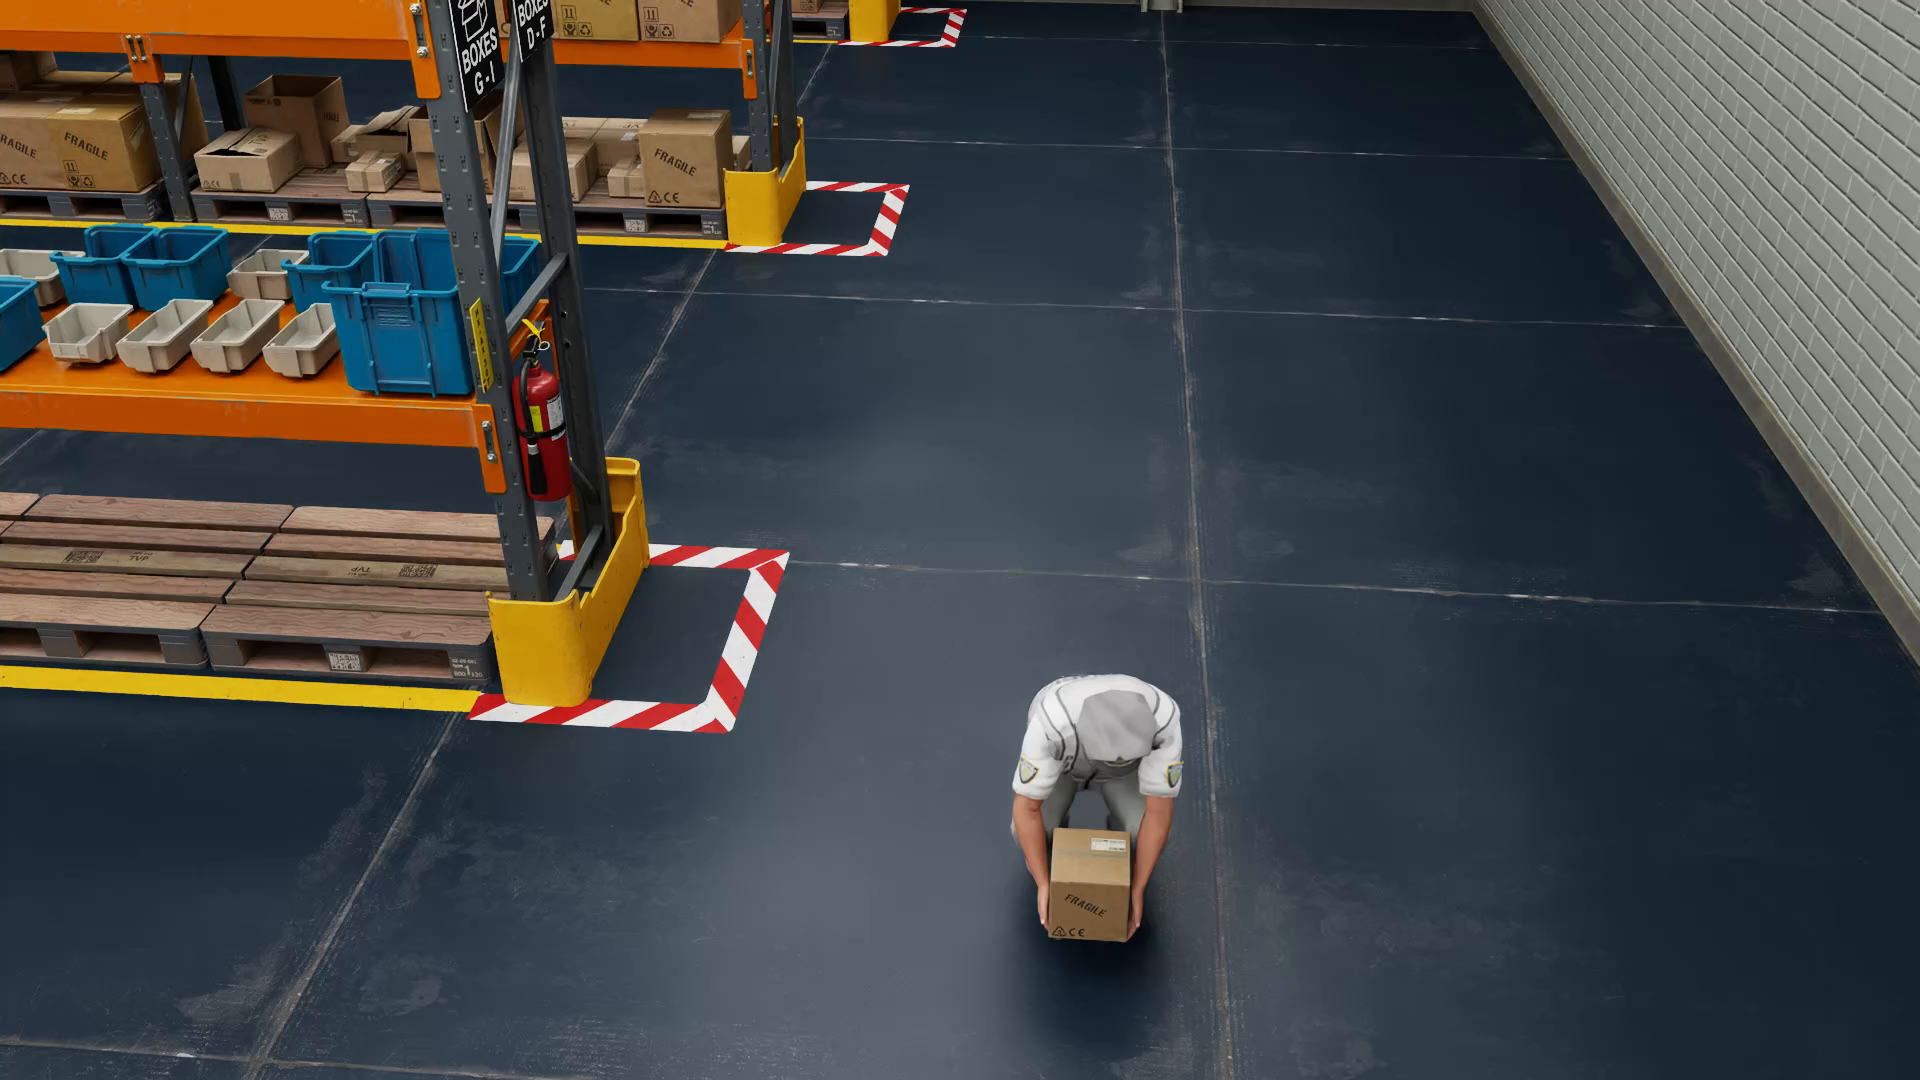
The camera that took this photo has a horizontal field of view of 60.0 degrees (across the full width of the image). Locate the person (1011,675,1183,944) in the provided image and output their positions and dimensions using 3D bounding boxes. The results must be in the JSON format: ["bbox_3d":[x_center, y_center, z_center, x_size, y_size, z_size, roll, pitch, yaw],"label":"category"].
[{"bbox_3d":[0.457,0.778,5.590,0.558,1.009,0.906,3,32,4],"label":"person"}]
